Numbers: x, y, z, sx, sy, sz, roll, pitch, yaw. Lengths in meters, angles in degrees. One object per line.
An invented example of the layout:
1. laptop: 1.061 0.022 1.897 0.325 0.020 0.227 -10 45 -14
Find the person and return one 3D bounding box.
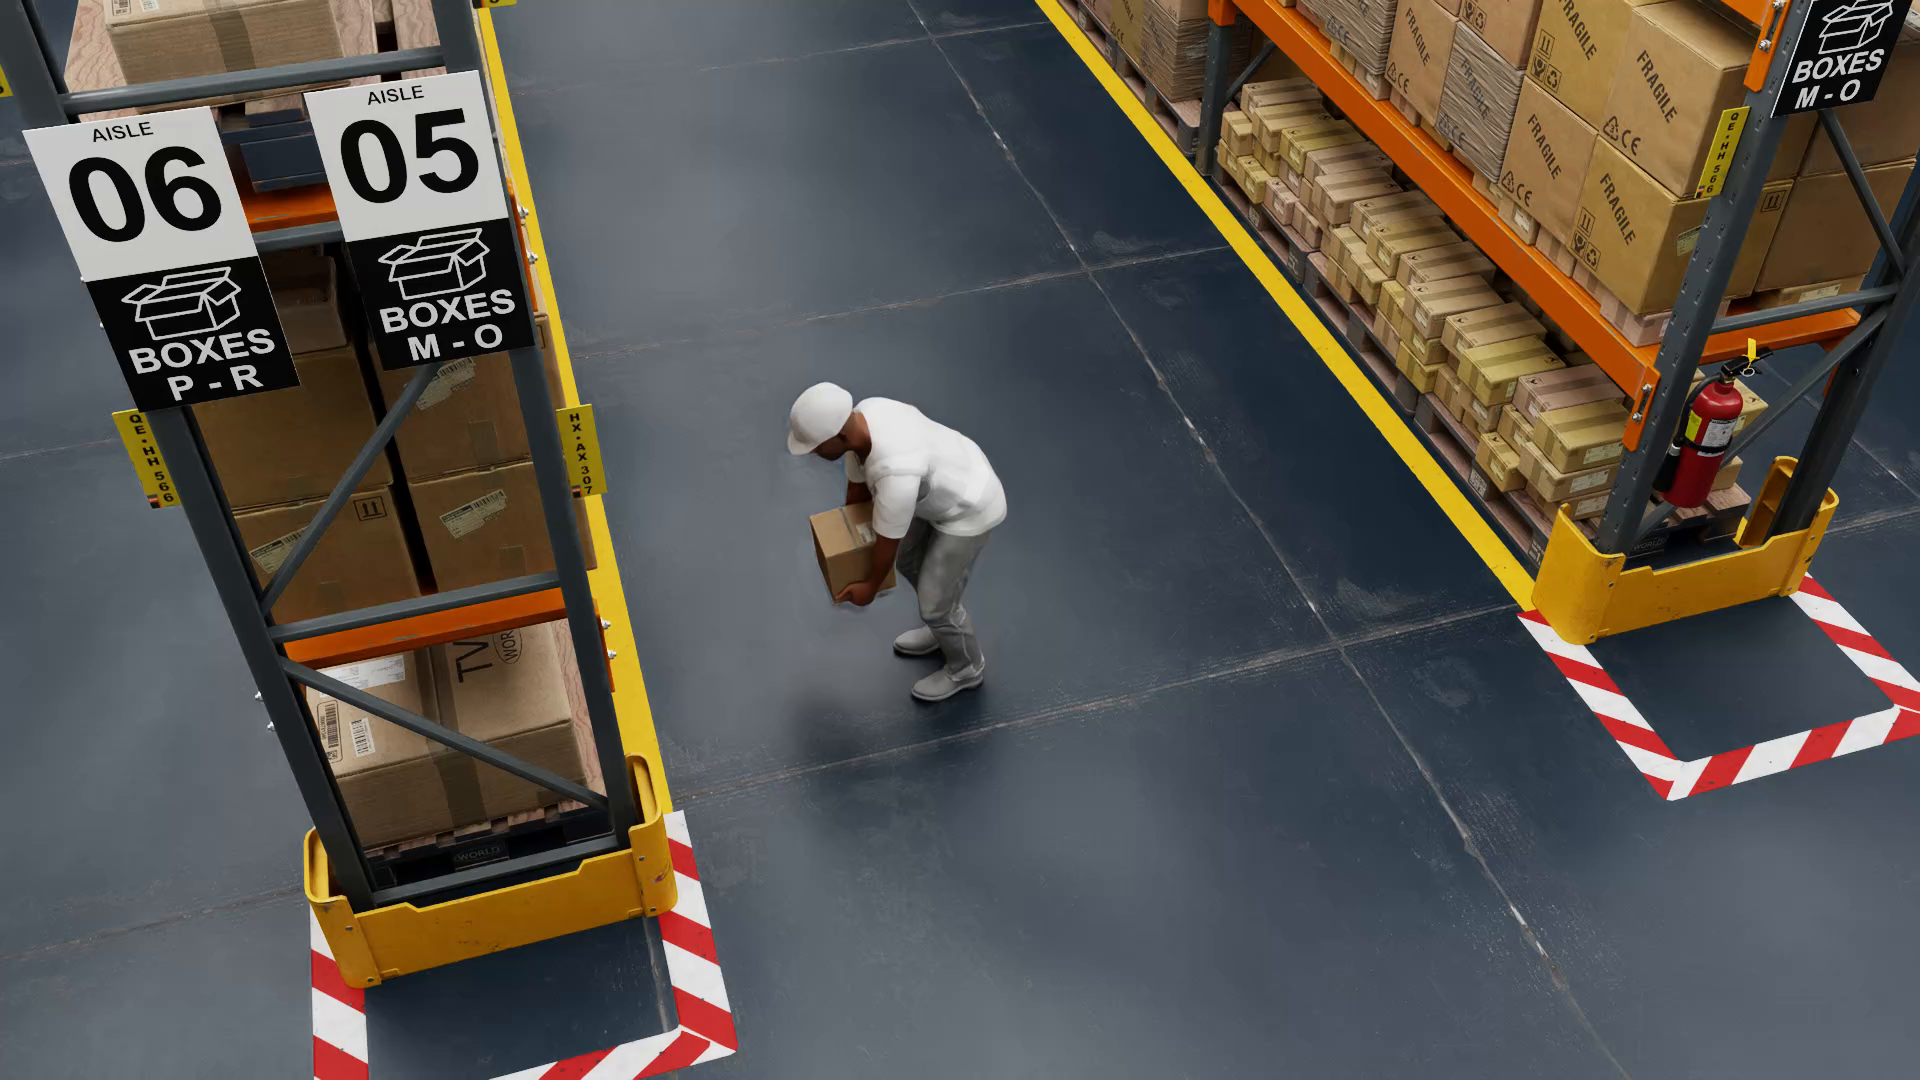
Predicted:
1. person: -0.227 -0.012 6.321 0.803 1.542 0.488 -13 44 -14
